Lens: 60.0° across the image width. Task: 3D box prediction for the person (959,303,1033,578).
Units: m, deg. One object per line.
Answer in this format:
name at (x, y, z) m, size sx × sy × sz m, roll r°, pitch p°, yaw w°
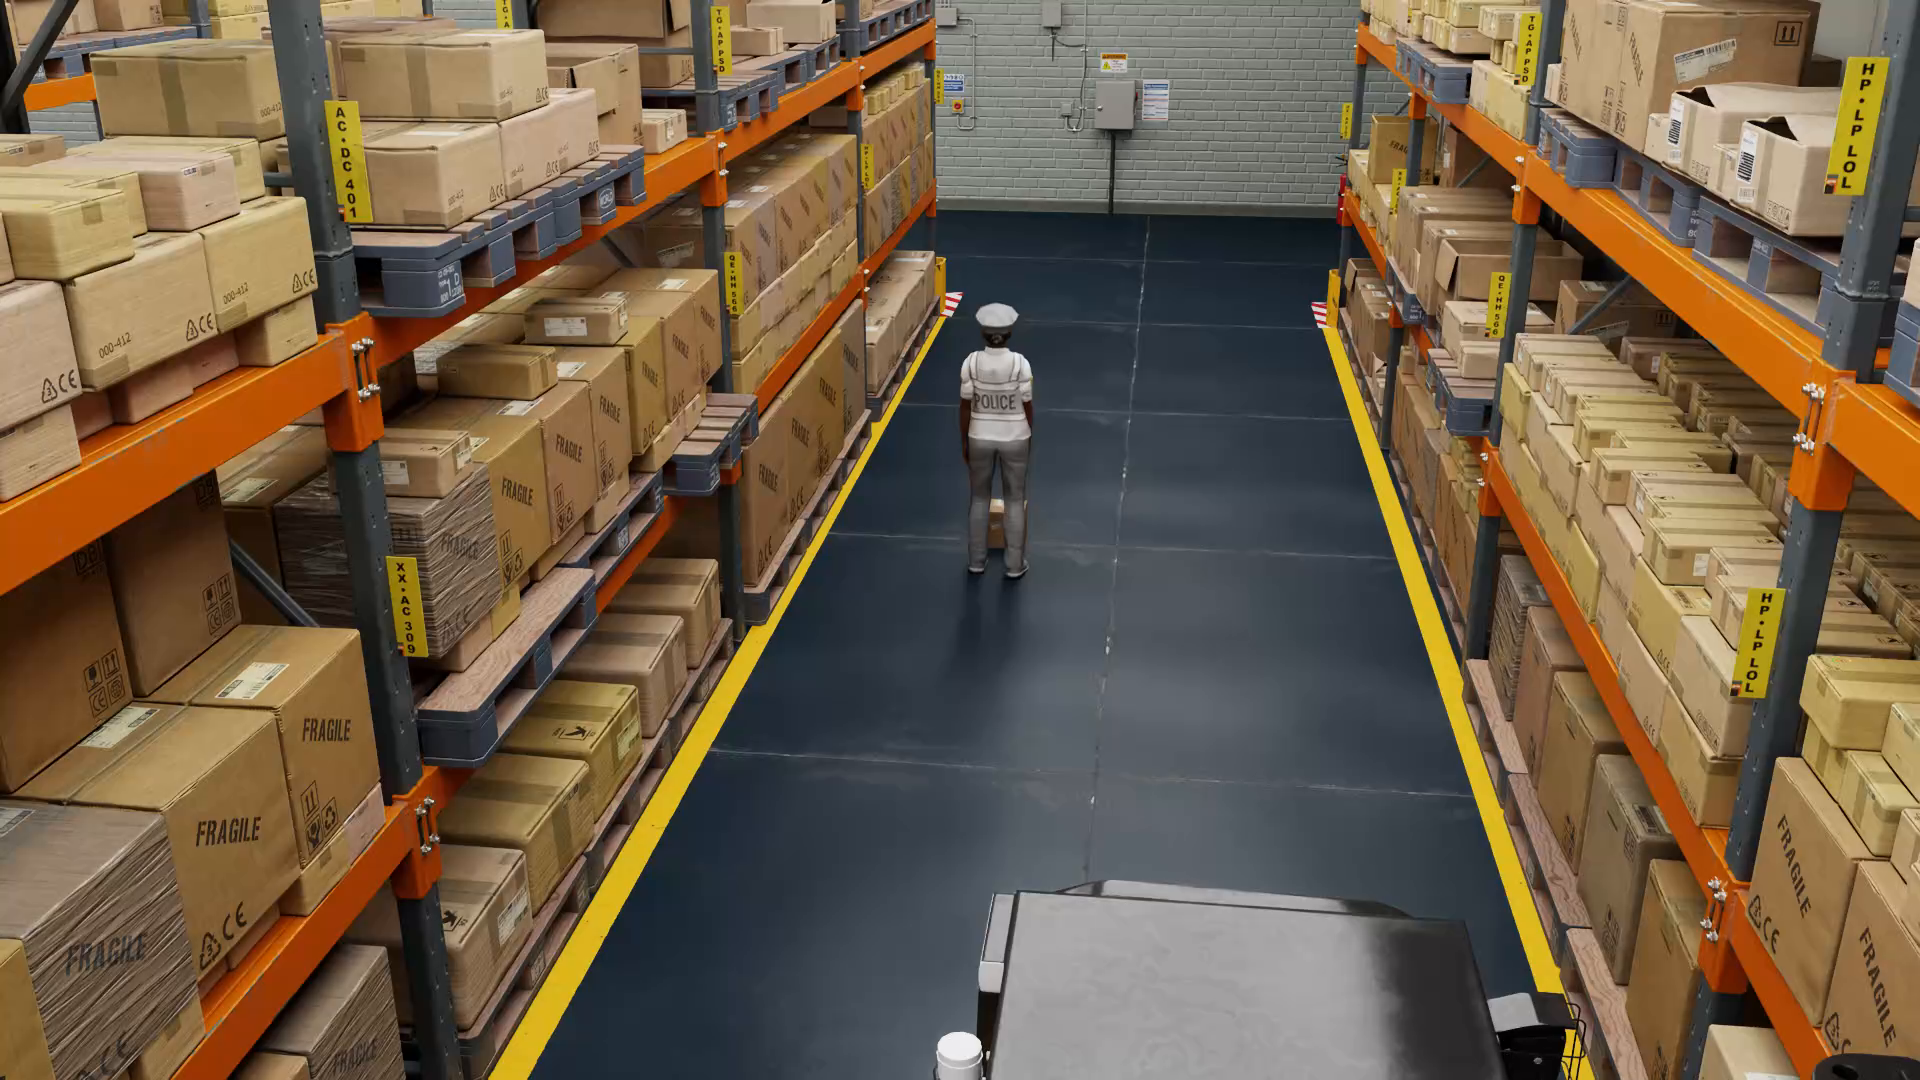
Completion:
person at (0.221, -0.595, 10.094) m, size 0.447 × 1.690 × 0.358 m, roll 3°, pitch 22°, yaw 8°
